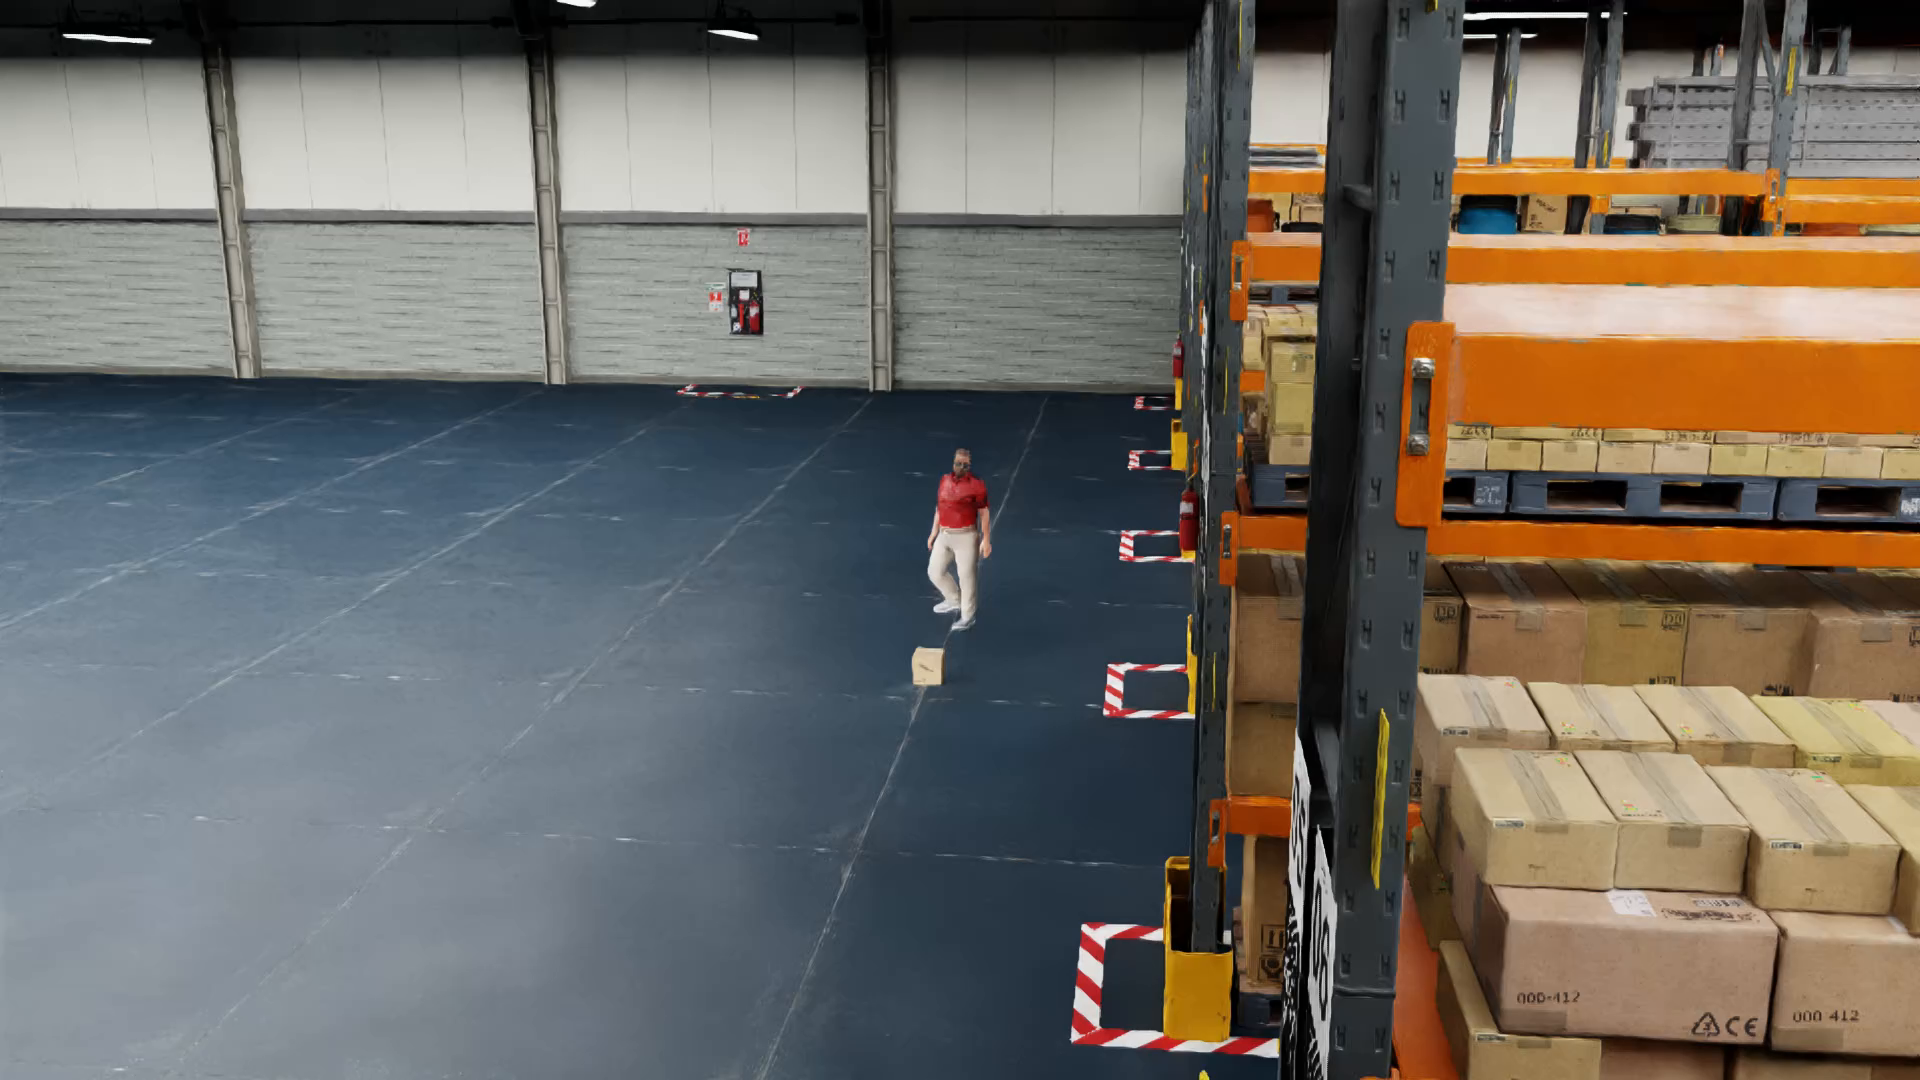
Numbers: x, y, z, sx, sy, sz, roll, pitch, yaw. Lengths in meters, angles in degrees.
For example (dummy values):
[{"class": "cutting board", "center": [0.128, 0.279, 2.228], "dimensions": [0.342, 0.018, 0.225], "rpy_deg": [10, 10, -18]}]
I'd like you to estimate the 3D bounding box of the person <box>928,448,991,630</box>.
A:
[{"class": "person", "center": [-0.028, -0.034, 15.605], "dimensions": [0.722, 1.719, 0.491], "rpy_deg": [11, 18, 38]}]
